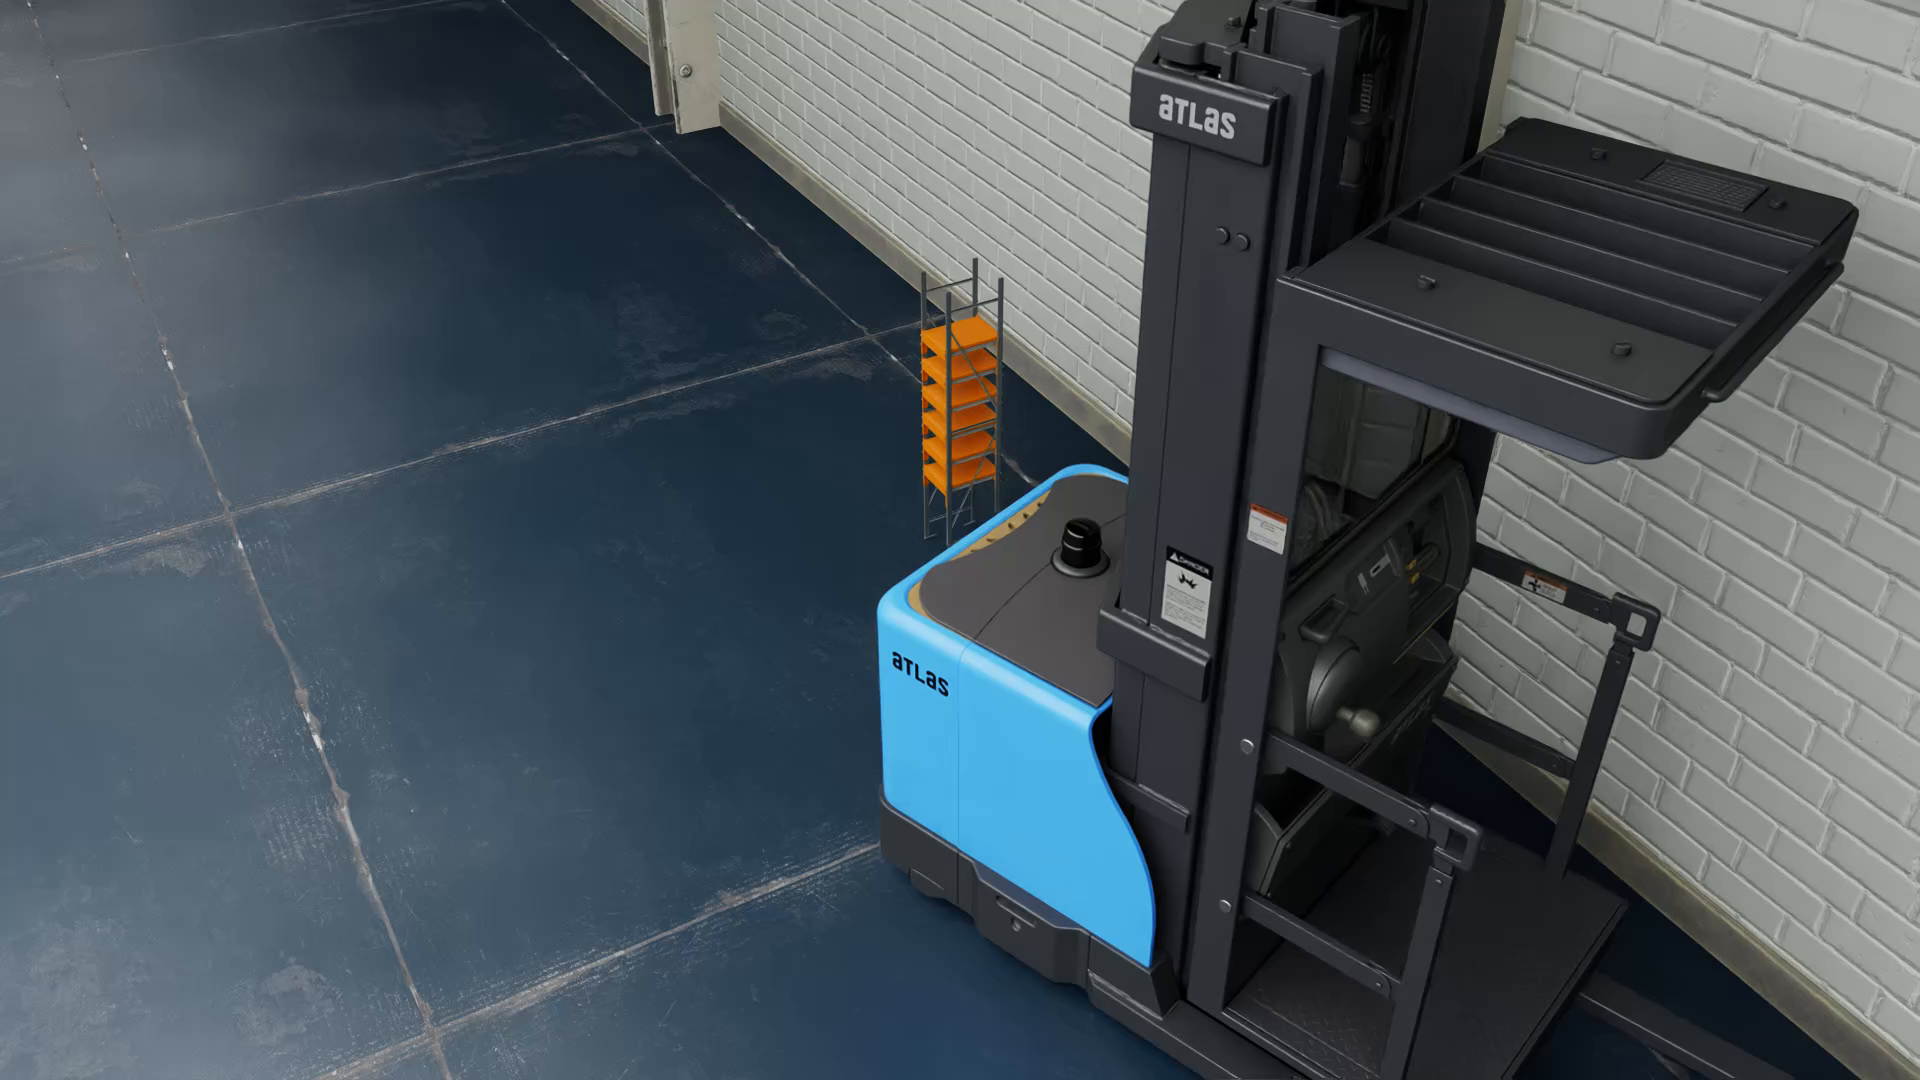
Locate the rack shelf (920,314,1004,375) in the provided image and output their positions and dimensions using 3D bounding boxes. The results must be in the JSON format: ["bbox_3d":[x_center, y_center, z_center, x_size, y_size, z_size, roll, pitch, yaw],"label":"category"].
[{"bbox_3d":[0.007,-0.732,6.200,0.258,0.103,0.180,-19,40,-24],"label":"rack shelf"}]

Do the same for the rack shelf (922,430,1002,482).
[{"bbox_3d":[0.007,-0.344,6.483,0.258,0.103,0.180,-19,40,-24],"label":"rack shelf"}]

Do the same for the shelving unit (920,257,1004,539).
[{"bbox_3d":[-7.825,-5.445,12.679,5.752,1.800,21.905,-19,40,-24],"label":"shelving unit"}]

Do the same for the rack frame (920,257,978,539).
[{"bbox_3d":[-0.039,-0.524,6.450,0.240,1.200,0.006,-19,40,-24],"label":"rack frame"}]
